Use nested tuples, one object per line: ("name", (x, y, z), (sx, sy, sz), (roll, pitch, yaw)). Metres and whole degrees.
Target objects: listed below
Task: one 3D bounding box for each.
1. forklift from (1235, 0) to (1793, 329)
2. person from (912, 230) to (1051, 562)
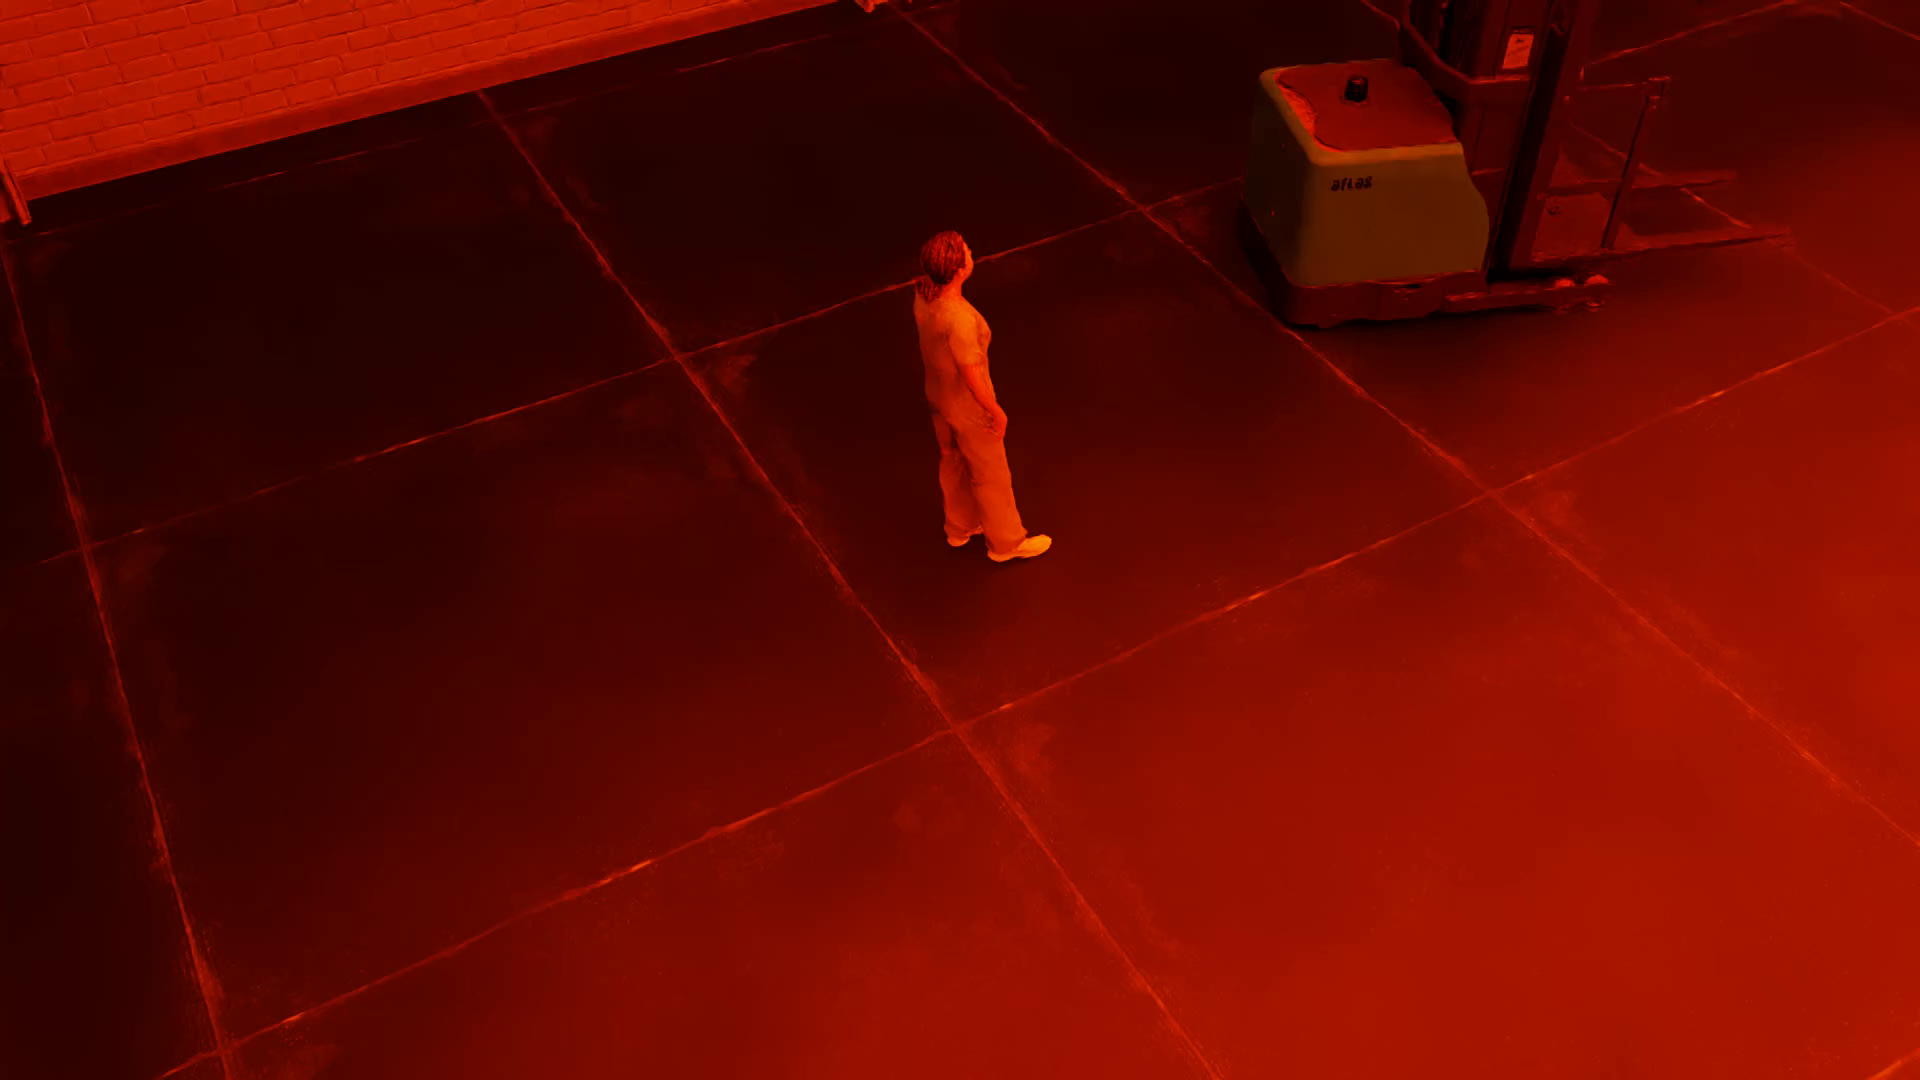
("forklift", (3.171, -2.705, 8.615), (3.031, 2.935, 1.130), (-7, 43, -7))
("person", (0.071, -0.636, 7.298), (0.548, 1.673, 0.550), (-21, 47, -21))
